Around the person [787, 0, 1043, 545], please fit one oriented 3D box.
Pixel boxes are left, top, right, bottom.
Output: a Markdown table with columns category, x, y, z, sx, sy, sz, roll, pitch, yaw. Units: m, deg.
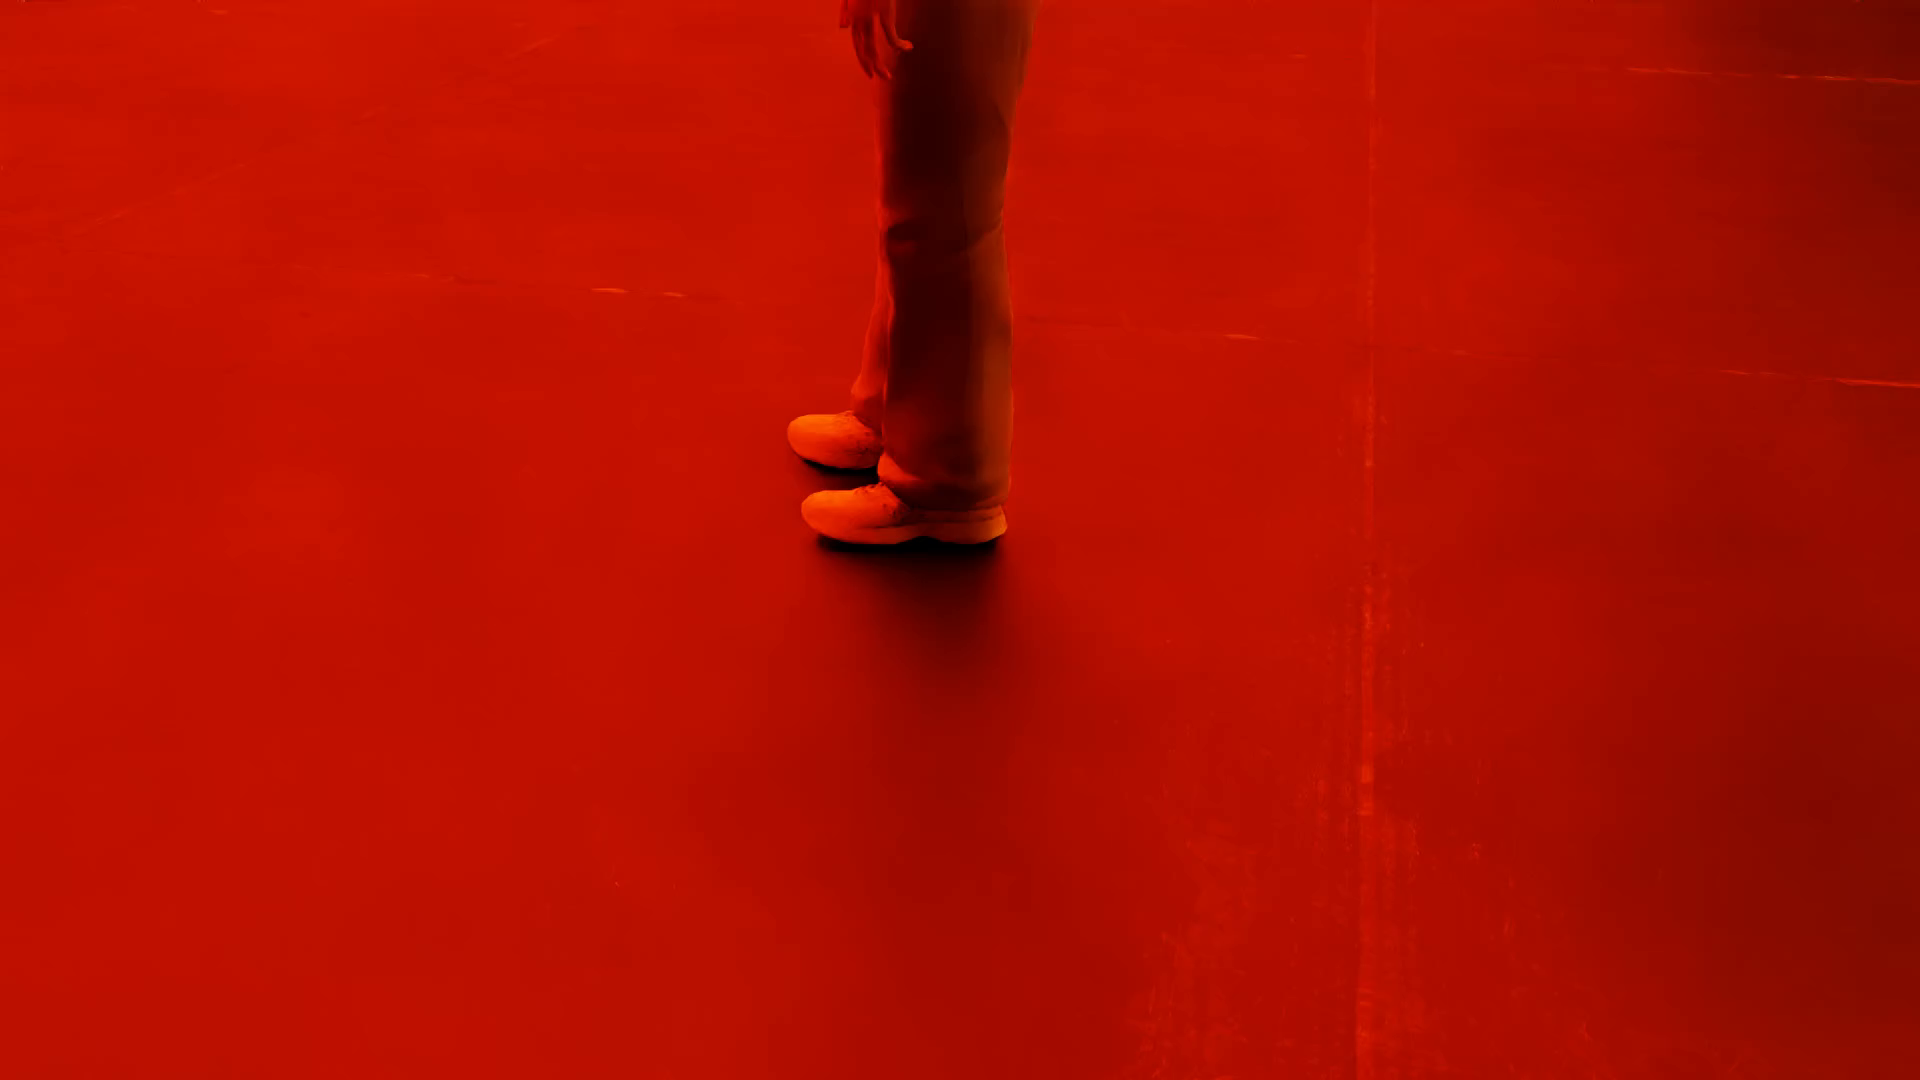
| category | x | y | z | sx | sy | sz | roll | pitch | yaw |
| --- | --- | --- | --- | --- | --- | --- | --- | --- | --- |
| person | -0.069 | -0.763 | 2.148 | 0.548 | 1.665 | 0.550 | 6 | 27 | 11 |
